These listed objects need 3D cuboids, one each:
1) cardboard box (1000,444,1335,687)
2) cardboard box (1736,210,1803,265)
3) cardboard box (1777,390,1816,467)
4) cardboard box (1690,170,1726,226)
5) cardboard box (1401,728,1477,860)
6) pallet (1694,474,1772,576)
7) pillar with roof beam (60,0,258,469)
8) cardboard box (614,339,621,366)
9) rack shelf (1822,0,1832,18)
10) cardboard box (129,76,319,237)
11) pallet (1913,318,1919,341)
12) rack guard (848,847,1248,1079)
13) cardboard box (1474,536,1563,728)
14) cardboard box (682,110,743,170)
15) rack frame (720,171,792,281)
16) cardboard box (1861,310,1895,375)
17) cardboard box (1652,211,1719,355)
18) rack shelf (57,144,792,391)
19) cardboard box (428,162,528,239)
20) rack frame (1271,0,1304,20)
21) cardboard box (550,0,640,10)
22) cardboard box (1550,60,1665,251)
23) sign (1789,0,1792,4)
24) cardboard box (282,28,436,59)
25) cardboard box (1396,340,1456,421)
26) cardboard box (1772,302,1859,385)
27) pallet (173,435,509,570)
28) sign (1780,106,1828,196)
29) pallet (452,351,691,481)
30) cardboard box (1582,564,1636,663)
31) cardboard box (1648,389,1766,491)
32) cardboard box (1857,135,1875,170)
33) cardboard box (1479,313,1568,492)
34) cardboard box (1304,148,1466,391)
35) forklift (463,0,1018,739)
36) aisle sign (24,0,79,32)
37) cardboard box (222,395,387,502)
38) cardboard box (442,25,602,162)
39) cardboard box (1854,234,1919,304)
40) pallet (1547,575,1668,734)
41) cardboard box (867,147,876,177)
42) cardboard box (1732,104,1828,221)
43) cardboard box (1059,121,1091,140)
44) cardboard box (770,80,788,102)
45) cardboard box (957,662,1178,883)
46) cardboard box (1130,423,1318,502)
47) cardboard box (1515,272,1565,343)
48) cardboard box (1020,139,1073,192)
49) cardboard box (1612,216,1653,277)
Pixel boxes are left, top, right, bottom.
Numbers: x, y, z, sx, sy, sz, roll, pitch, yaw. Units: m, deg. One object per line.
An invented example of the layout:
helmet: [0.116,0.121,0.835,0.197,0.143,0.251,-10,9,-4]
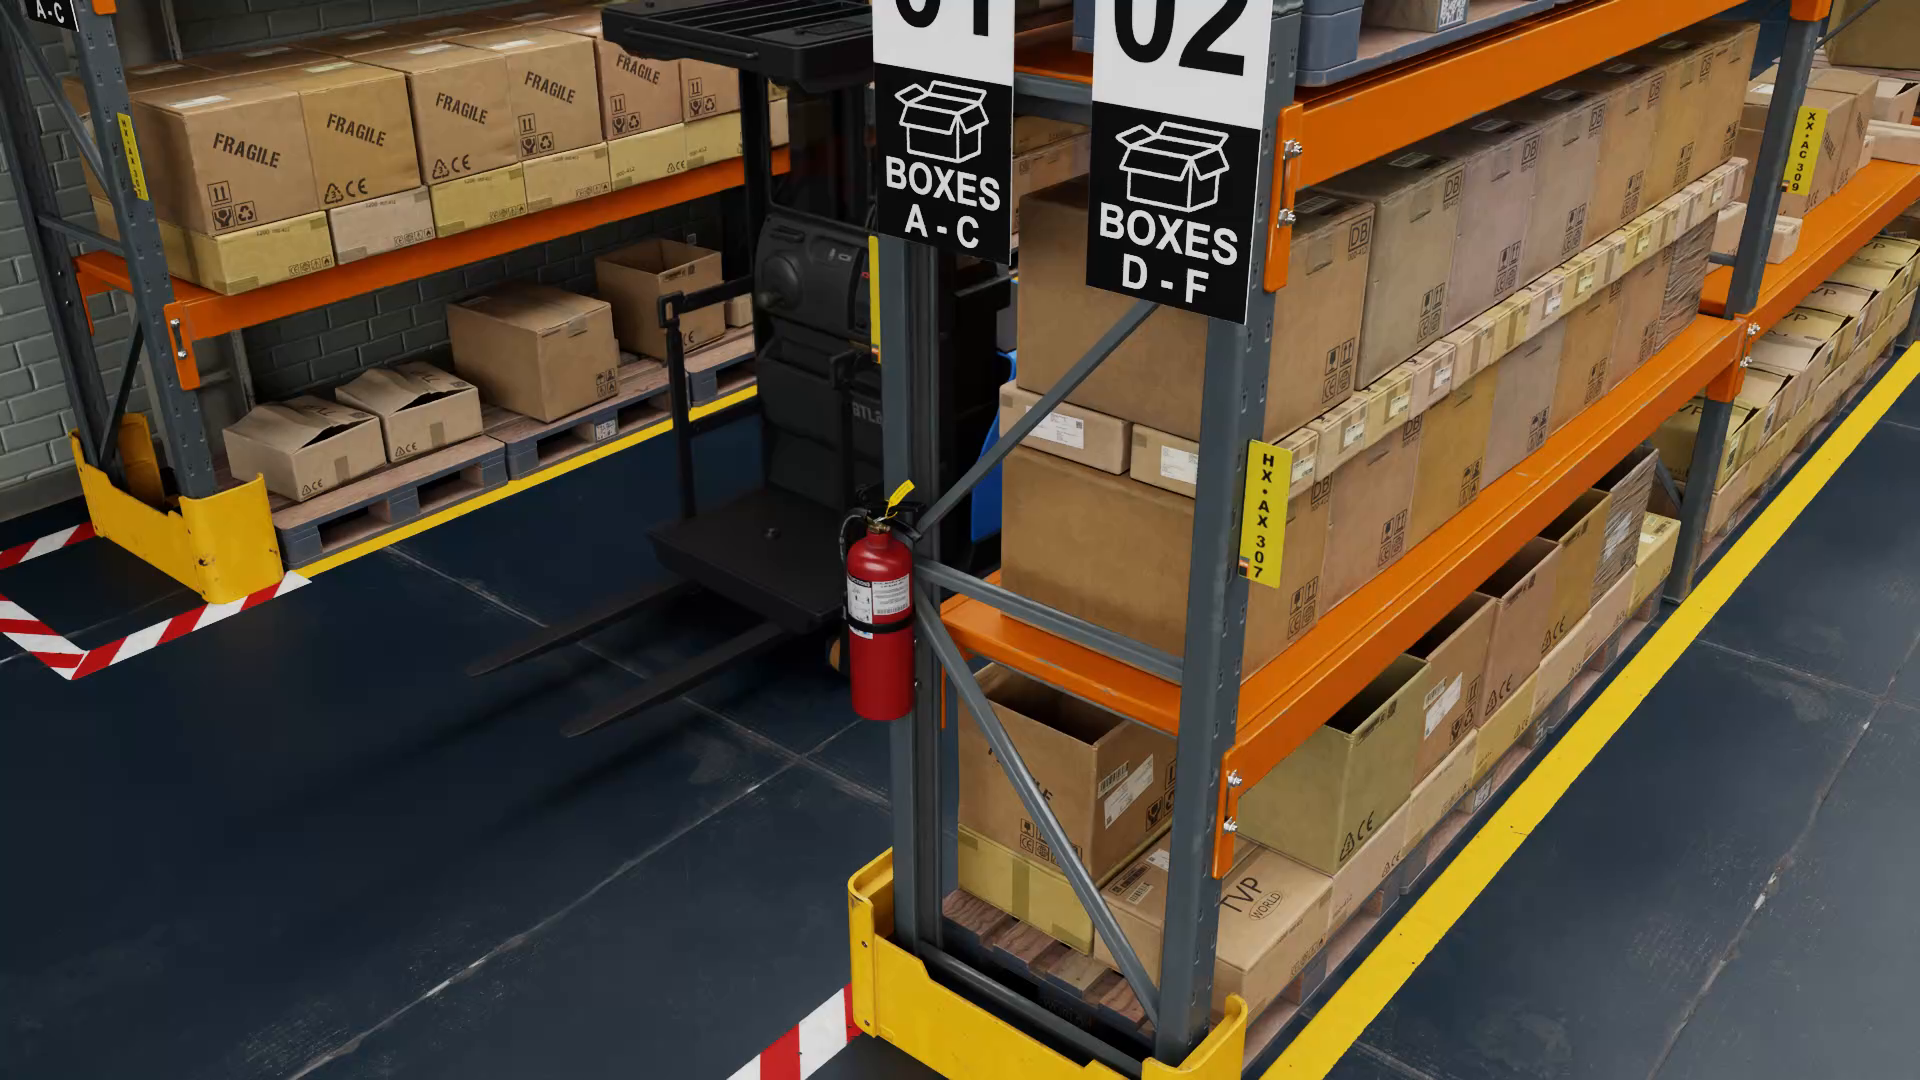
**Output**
cardboard box: [0.535,-0.005,4.385,0.700,0.500,0.500,21,34,34]
cardboard box: [3.494,-1.359,7.387,0.380,0.149,0.250,21,34,34]
cardboard box: [3.873,-0.618,8.215,0.500,0.250,0.500,20,33,33]
cardboard box: [2.606,-1.303,6.189,0.380,0.149,0.250,20,33,33]
cardboard box: [1.374,0.756,5.560,0.500,0.250,0.500,21,34,34]
pallet: [3.211,-0.251,8.005,1.003,0.211,1.213,21,34,34]
pillar with roof beam: [-0.497,-3.152,4.050,9.100,9.000,0.400,21,34,34]
cardboard box: [-2.085,-1.031,9.102,0.380,0.149,0.250,18,32,30]
rack shelf: [4.044,-2.938,7.684,1.077,0.370,4.000,21,34,34]
cardboard box: [-3.061,-1.602,6.907,0.500,0.500,0.500,21,34,34]
pallet: [5.821,-1.650,10.710,1.003,0.211,1.213,21,34,34]
rack guard: [0.213,1.320,4.654,1.175,0.500,0.348,21,34,34]
cardboard box: [1.697,0.247,5.727,0.500,0.500,0.500,21,34,34]
cardboard box: [-1.443,-2.175,8.830,0.500,0.250,0.500,21,34,35]
rack frame: [-1.053,-2.663,9.633,1.000,3.000,0.127,21,34,34]
cardboard box: [4.845,-1.158,9.260,0.500,0.250,0.500,20,34,34]
cardboard box: [2.495,-1.102,6.506,0.700,0.500,0.500,20,33,33]
rack shelf: [-2.325,-1.634,8.428,1.077,0.370,4.000,21,34,34]
cardboard box: [-2.394,-1.634,7.786,0.500,0.250,0.500,20,34,34]
rack frame: [0.228,-2.463,2.717,1.000,3.000,0.127,21,34,34]
cardboard box: [-1.845,-2.650,8.934,0.500,0.500,0.500,21,34,34]
cardboard box: [1.855,-1.321,5.518,0.700,0.500,0.500,21,34,34]
sign: [4.892,-3.269,9.631,0.100,0.325,0.005,21,34,34]
cardboard box: [-2.808,-2.110,7.889,0.500,0.500,0.500,20,33,33]
cardboard box: [1.132,-0.478,4.595,0.380,0.149,0.250,20,34,34]
cardboard box: [4.204,-1.050,8.440,0.500,0.311,0.500,22,34,36]
pallet: [-3.004,-0.311,8.121,1.003,0.211,1.213,21,34,34]
sign: [3.201,-1.475,6.307,0.100,0.325,0.005,21,34,34]
pallet: [-2.228,-0.742,8.954,1.003,0.211,1.213,21,34,34]
cardboard box: [2.320,0.221,6.594,0.500,0.250,0.500,21,34,34]
cardboard box: [3.227,-0.505,7.386,0.500,0.311,0.500,21,34,35]
cardboard box: [4.549,-2.055,8.730,0.380,0.149,0.250,24,36,38]
cardboard box: [1.517,-0.554,5.448,0.700,0.500,0.500,22,35,36]
cardboard box: [0.899,-0.788,4.487,0.700,0.500,0.500,20,33,33]
forklift: [-0.624,-1.020,6.531,1.130,2.935,3.031,23,35,37]
aisle sign: [-3.411,-2.286,6.076,0.394,0.787,0.004,21,34,34]
cardboard box: [-3.087,-0.465,7.832,0.500,0.311,0.500,17,32,29]
cardboard box: [-2.087,-2.142,7.951,0.500,0.500,0.500,22,35,36]
cardboard box: [5.173,-1.591,9.487,0.500,0.311,0.500,22,34,36]
pallet: [2.234,0.292,6.956,1.003,0.211,1.213,21,34,34]
cardboard box: [-0.320,-2.504,10.752,0.500,0.250,0.500,20,33,33]
cardboard box: [3.608,-1.715,7.692,0.500,0.500,0.500,24,36,38]
cardboard box: [0.663,-3.045,11.797,0.500,0.250,0.500,21,34,35]
cardboard box: [-1.115,-2.680,8.992,0.500,0.500,0.500,21,34,34]
cardboard box: [0.339,0.626,4.994,0.500,0.500,0.500,21,34,34]
cardboard box: [0.644,-0.207,4.071,0.380,0.149,0.250,20,34,34]
cardboard box: [1.622,-0.752,5.124,0.380,0.149,0.250,21,34,35]
cardboard box: [0.362,-2.563,11.681,0.700,0.500,0.500,21,34,34]
cardboard box: [2.116,-1.030,5.661,0.380,0.149,0.250,21,34,34]
